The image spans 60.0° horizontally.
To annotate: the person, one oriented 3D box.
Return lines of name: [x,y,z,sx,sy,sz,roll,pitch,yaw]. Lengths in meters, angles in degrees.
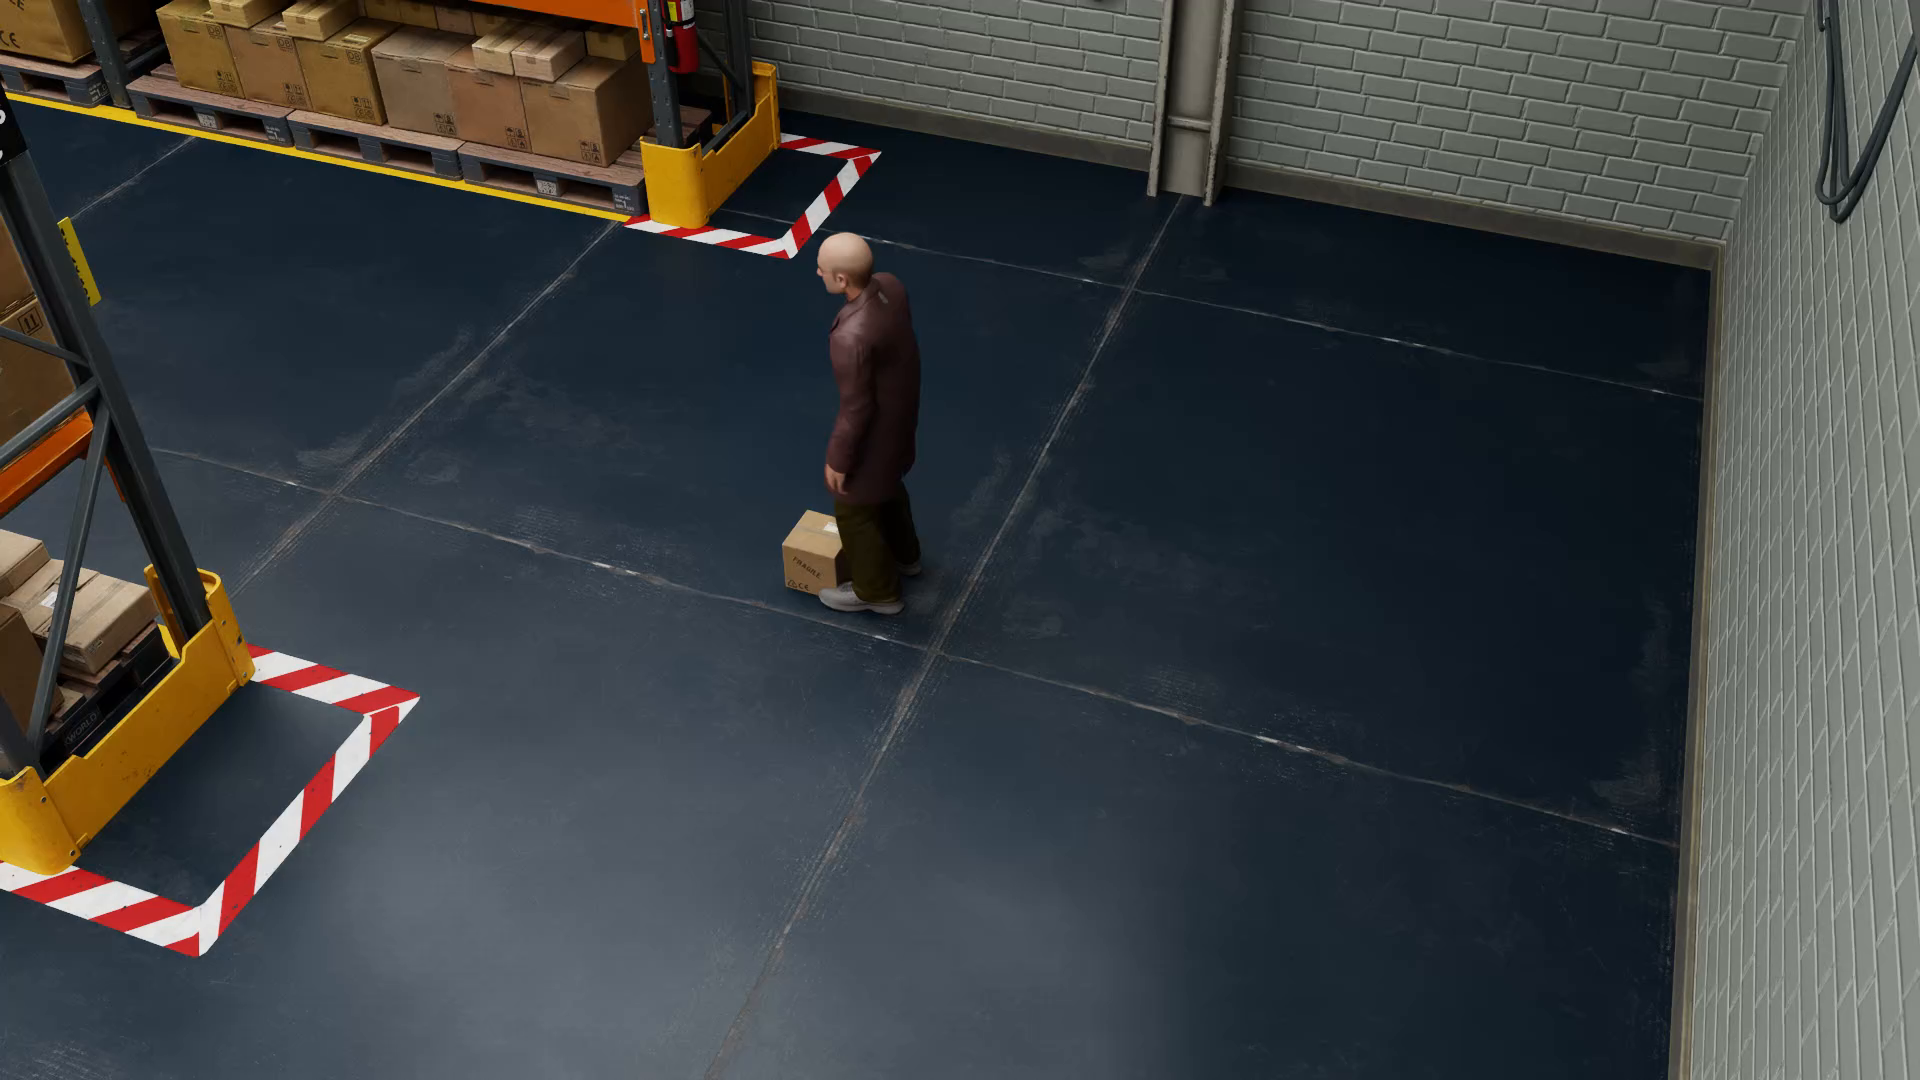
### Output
person: [-0.373,-0.451,6.689,0.420,1.774,0.654,11,42,13]
